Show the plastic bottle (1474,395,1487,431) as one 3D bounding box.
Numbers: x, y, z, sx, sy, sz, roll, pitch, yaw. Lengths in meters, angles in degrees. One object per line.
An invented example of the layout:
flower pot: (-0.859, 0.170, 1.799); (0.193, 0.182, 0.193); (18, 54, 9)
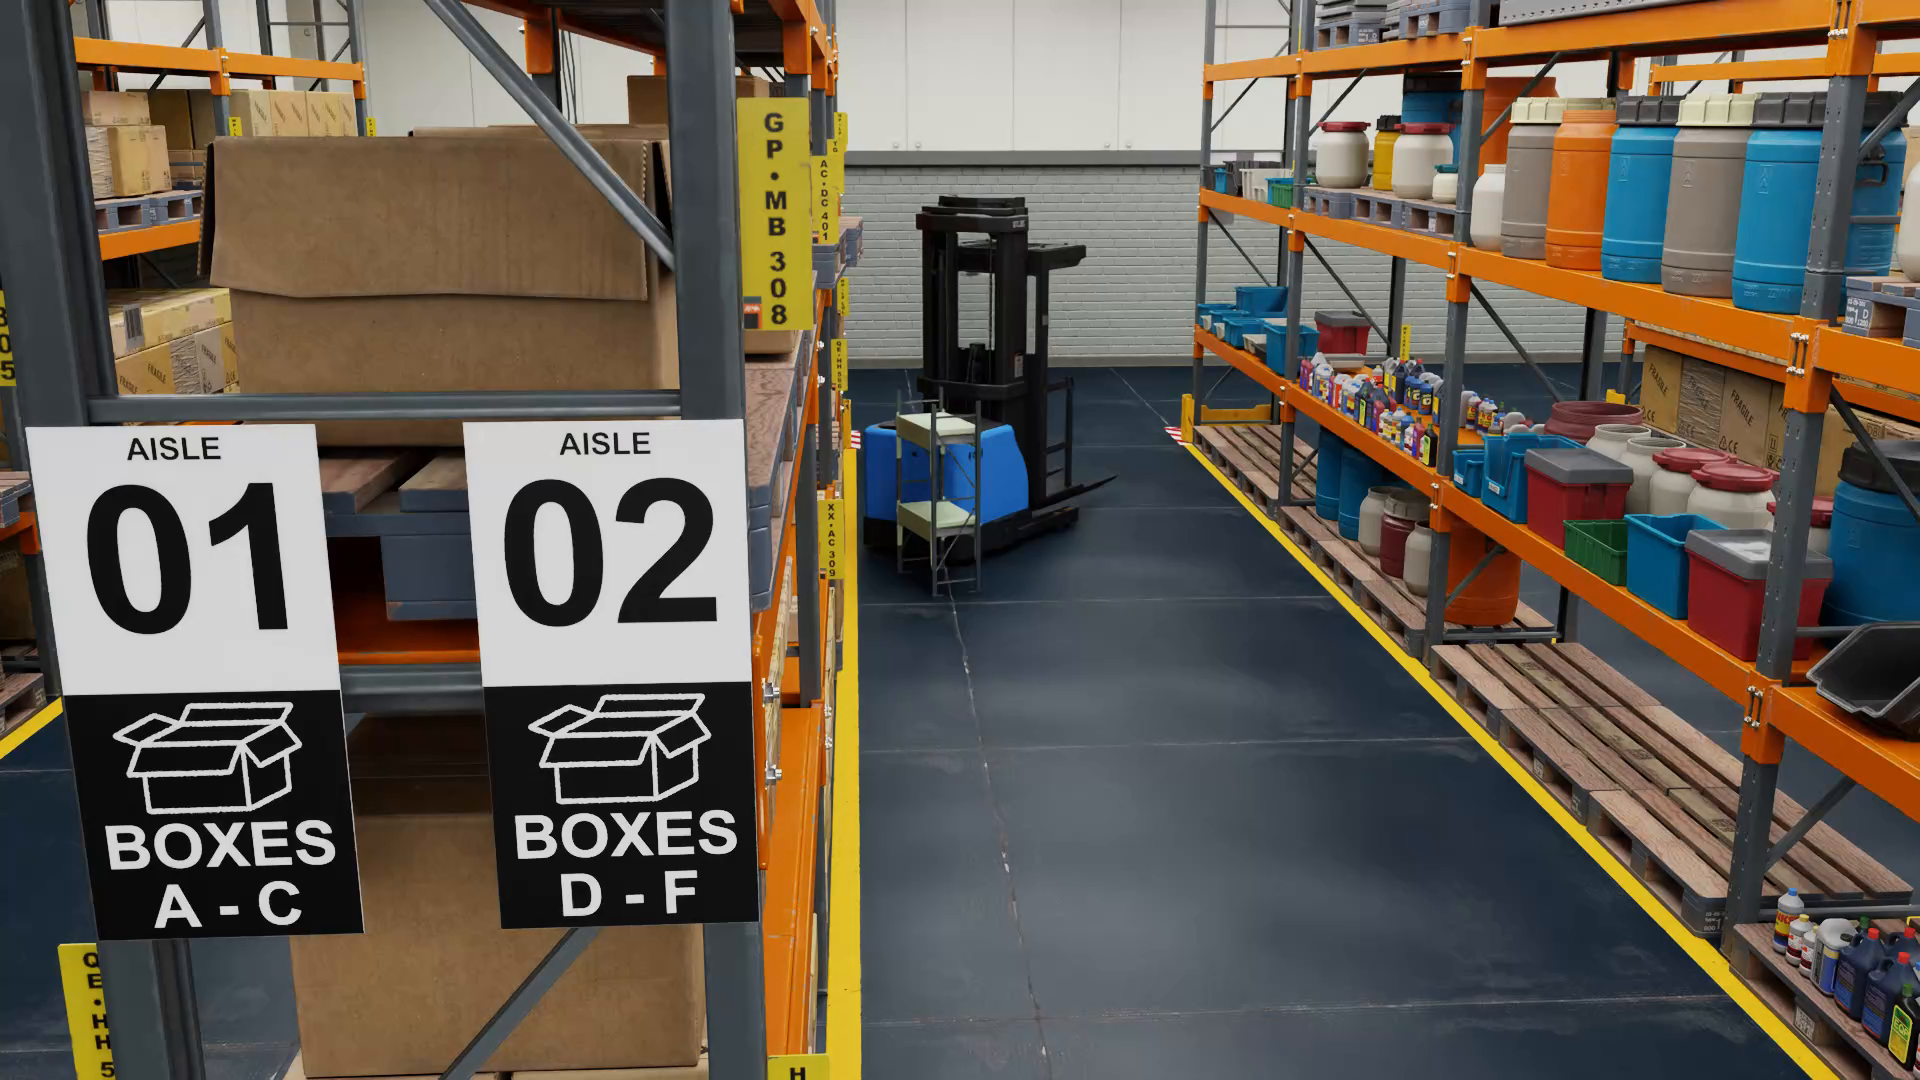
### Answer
plastic bottle: (3.902, -0.950, 12.432); (0.061, 0.283, 0.133); (-1, 14, -3)

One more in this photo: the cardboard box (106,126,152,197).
cardboard box: (-6.460, -2.804, 12.299); (0.700, 0.500, 0.500); (-1, 14, -4)

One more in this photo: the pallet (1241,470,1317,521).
pallet: (3.300, -0.432, 15.782); (1.003, 0.211, 1.213); (-1, 14, -3)

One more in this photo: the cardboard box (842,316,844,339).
cardboard box: (-1.473, -2.332, 17.369); (0.500, 0.500, 0.500); (-1, 14, -3)

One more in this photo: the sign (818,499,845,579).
sign: (-0.511, -0.002, 6.617); (0.100, 0.325, 0.005); (-1, 14, -3)

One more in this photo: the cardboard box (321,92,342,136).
cardboard box: (-6.414, -4.135, 16.309); (0.500, 0.500, 0.500); (0, 14, -2)

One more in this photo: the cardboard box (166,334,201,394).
cardboard box: (-6.160, -1.287, 12.670); (0.500, 0.500, 0.500); (-1, 14, -3)

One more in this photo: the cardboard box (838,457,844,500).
cardboard box: (-1.244, -0.409, 14.229); (0.500, 0.500, 0.500); (-1, 14, -4)

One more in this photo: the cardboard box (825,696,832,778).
cardboard box: (-0.901, 0.962, 8.319); (0.500, 0.311, 0.500); (-1, 14, -5)

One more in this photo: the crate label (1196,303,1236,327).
crate label: (2.823, -2.477, 18.348); (0.416, 0.233, 0.303); (-1, 14, -3)

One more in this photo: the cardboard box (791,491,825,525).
cardboard box: (-0.981, -0.189, 9.745); (0.380, 0.149, 0.250); (-1, 14, -3)

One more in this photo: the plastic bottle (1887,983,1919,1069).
plastic bottle: (3.496, 1.788, 6.127); (0.061, 0.283, 0.133); (0, 14, -1)

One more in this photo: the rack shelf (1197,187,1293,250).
rack shelf: (3.260, -3.202, 16.375); (1.077, 0.370, 4.000); (-1, 14, -3)

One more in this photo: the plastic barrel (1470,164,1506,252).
plastic barrel: (3.345, -2.030, 10.153); (0.421, 0.512, 0.421); (0, 14, 0)

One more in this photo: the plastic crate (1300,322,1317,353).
plastic crate: (3.473, -1.955, 16.221); (0.437, 0.282, 0.530); (-1, 14, -3)

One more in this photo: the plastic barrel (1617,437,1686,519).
plastic barrel: (3.935, -0.302, 9.457); (0.421, 0.512, 0.421); (0, 14, 0)

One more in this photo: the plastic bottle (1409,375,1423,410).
plastic bottle: (3.670, -1.189, 13.385); (0.097, 0.271, 0.097); (0, 14, 0)

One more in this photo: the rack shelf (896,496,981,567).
rack shelf: (-0.175, -0.076, 13.119); (0.431, 0.370, 0.720); (-6, 16, -22)

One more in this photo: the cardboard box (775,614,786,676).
cardboard box: (-0.785, 0.359, 5.611); (0.380, 0.149, 0.250); (-1, 14, -4)

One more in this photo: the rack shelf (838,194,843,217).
rack shelf: (-1.684, -3.126, 16.082); (1.077, 0.370, 4.000); (-1, 14, -3)

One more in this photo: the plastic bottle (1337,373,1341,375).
plastic bottle: (3.178, -1.299, 13.952); (0.097, 0.201, 0.097); (0, 14, 0)

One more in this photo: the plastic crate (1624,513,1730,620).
plastic crate: (3.501, 0.128, 8.043); (0.392, 0.384, 0.575); (-1, 14, -3)

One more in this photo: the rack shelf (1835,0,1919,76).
rack shelf: (4.003, -1.477, 4.452); (1.077, 0.370, 4.000); (-1, 14, -3)

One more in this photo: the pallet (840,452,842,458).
pallet: (-1.680, -0.649, 16.626); (1.003, 0.211, 1.213); (-1, 14, -3)

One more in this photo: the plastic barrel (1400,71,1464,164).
plastic barrel: (3.642, -3.077, 12.597); (0.600, 0.901, 0.708); (-1, 14, -3)

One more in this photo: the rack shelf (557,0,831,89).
rack shelf: (-1.188, -2.396, 8.025); (1.077, 0.370, 4.000); (-1, 14, -3)

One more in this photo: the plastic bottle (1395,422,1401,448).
plastic bottle: (3.160, -0.762, 11.868); (0.097, 0.201, 0.097); (0, 14, 0)

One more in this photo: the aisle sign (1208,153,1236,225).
aisle sign: (2.835, -3.867, 18.320); (0.394, 0.787, 0.004); (-1, 14, -3)

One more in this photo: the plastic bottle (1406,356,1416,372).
plastic bottle: (3.767, -1.353, 13.864); (0.144, 0.351, 0.185); (-1, 14, -3)

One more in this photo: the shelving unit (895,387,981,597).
shelving unit: (-0.175, -0.391, 13.038); (0.431, 1.500, 0.755); (-6, 16, -22)

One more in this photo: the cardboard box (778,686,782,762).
cardboard box: (-1.031, 0.527, 6.259); (0.700, 0.500, 0.500); (-1, 14, -5)

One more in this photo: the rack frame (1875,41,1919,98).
rack frame: (8.327, -4.582, 14.276); (1.000, 3.000, 0.127); (-1, 14, -3)

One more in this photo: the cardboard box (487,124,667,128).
cardboard box: (-1.296, -1.178, 5.741); (0.500, 0.500, 0.500); (0, 14, 1)

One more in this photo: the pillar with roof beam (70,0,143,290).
pillar with roof beam: (-3.114, -4.580, 14.267); (9.100, 9.000, 0.400); (-1, 14, -3)

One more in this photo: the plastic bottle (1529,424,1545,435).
plastic bottle: (3.928, -0.658, 11.313); (0.152, 0.276, 0.135); (-1, 14, -3)

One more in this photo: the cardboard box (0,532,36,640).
cardboard box: (-6.171, 0.200, 11.200); (0.750, 0.750, 0.750); (-1, 14, -4)

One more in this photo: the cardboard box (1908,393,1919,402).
cardboard box: (8.169, -1.357, 13.582); (0.500, 0.500, 0.500); (-1, 14, -5)

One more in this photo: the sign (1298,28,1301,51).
sign: (3.684, -5.357, 17.934); (0.100, 0.325, 0.005); (-1, 14, -3)

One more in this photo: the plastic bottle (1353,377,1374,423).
plastic bottle: (3.122, -1.079, 12.800); (0.144, 0.351, 0.185); (-1, 14, -3)

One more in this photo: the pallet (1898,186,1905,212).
pallet: (8.433, -2.809, 13.790); (0.805, 0.209, 1.217); (-1, 15, -6)

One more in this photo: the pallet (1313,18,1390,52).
pallet: (3.466, -4.015, 13.254); (1.003, 0.211, 1.213); (-1, 14, -3)

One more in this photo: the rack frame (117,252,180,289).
rack frame: (-6.504, -1.447, 14.132); (1.000, 3.000, 0.127); (-1, 14, -3)

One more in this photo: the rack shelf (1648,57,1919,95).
rack shelf: (8.203, -4.537, 16.349); (1.077, 0.370, 4.000); (-1, 14, -3)

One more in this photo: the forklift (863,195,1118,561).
forklift: (0.414, -1.565, 14.726); (1.130, 2.935, 3.031); (9, 17, 32)

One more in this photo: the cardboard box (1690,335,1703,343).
cardboard box: (7.854, -2.137, 17.315); (0.380, 0.149, 0.250); (-1, 14, -4)

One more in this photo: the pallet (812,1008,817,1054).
pallet: (-1.057, 2.014, 6.276); (1.003, 0.211, 1.213); (-1, 14, -3)

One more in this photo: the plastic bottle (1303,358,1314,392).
plastic bottle: (2.989, -1.413, 14.232); (0.061, 0.283, 0.133); (-1, 14, -3)

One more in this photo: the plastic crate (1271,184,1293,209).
plastic crate: (3.056, -3.051, 14.770); (0.450, 0.188, 0.662); (-1, 14, -3)

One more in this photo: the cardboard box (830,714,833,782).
cardboard box: (-0.938, 1.107, 8.881); (0.500, 0.250, 0.500); (-1, 14, -2)

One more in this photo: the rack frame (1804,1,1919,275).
rack frame: (3.880, -2.516, 6.246); (1.000, 3.000, 0.127); (-1, 14, -3)
